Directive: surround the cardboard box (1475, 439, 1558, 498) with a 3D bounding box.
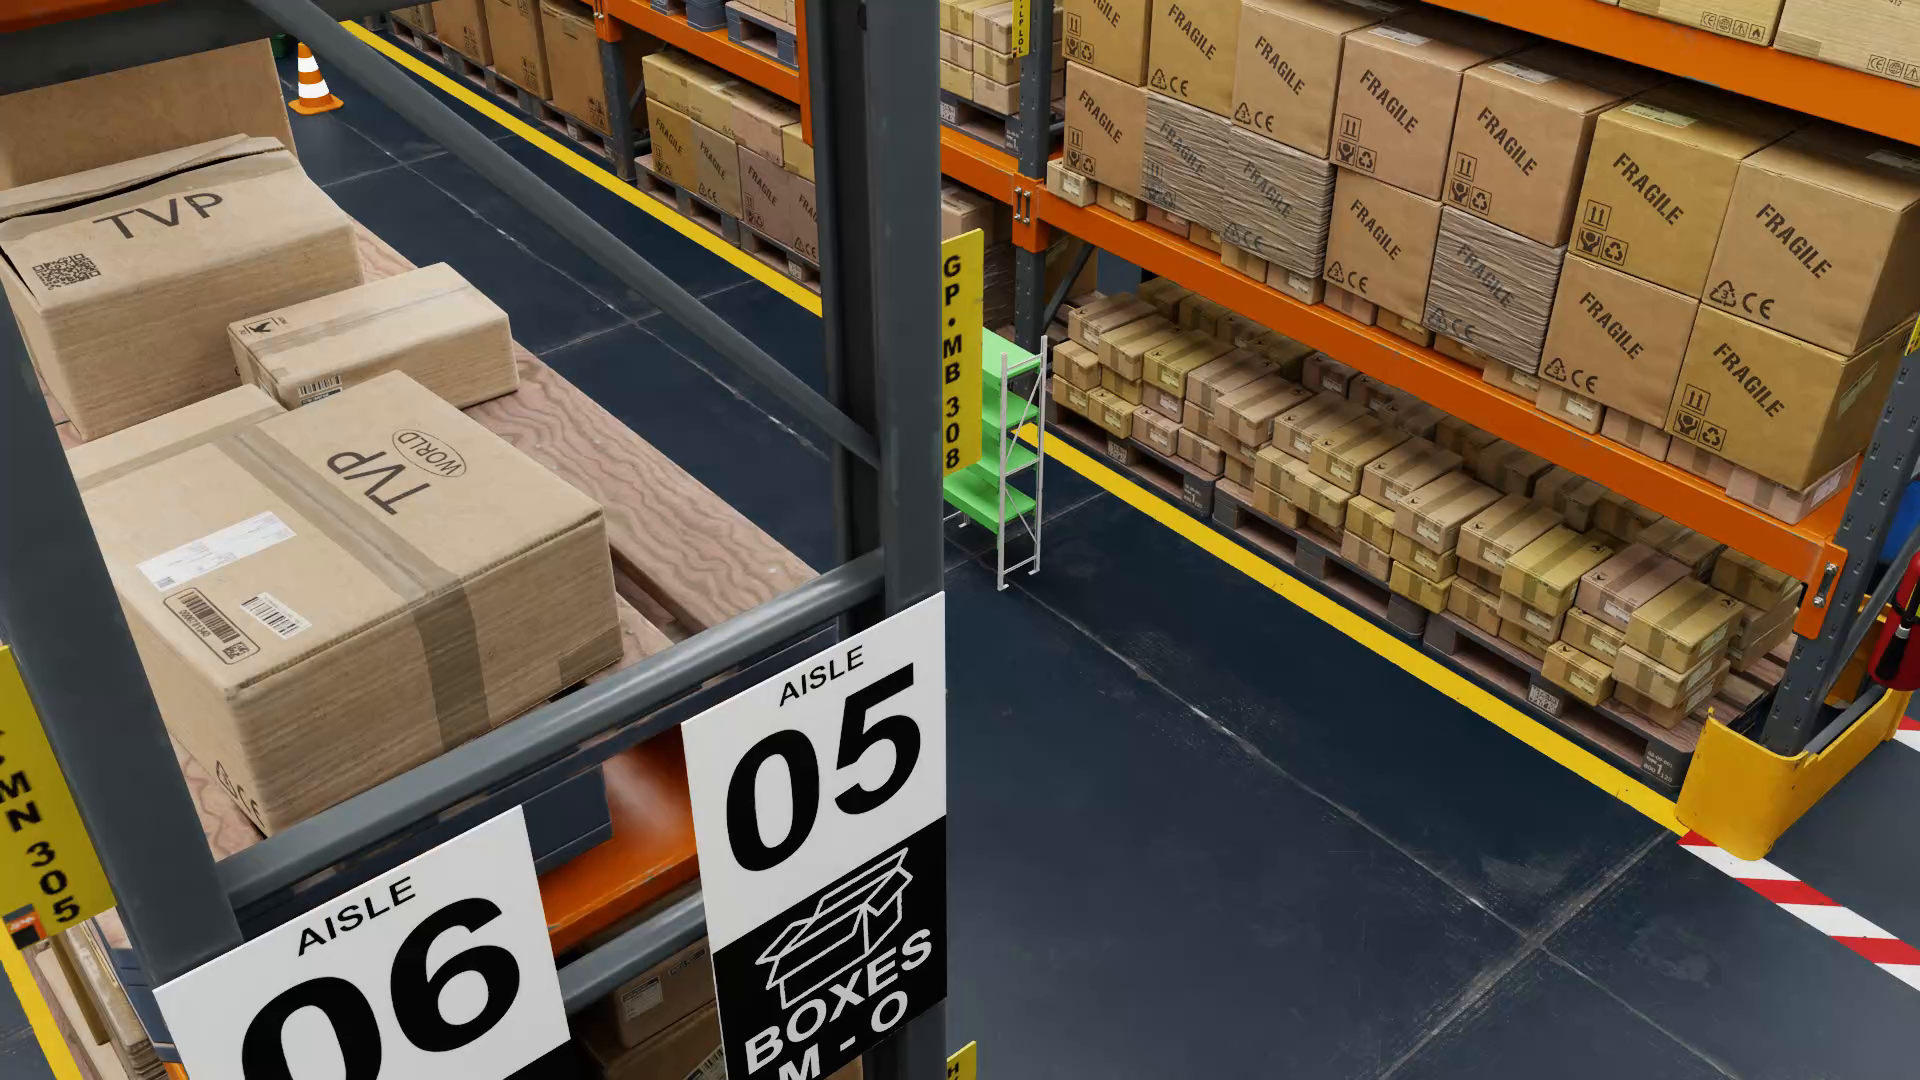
[{"bbox_3d":[2.469,-0.342,7.226,0.380,0.149,0.250,-24,42,-30],"label":"cardboard box"}]

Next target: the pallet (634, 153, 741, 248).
[{"bbox_3d":[-1.383,-2.341,10.873,1.003,0.211,1.213,-26,43,-32],"label":"pallet"}]

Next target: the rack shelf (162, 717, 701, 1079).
[{"bbox_3d":[-1.730,-0.215,3.486,1.077,0.370,4.000,-26,43,-32],"label":"rack shelf"}]

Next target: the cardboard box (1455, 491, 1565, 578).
[{"bbox_3d":[2.240,-0.020,6.771,0.380,0.149,0.250,-28,44,-33],"label":"cardboard box"}]

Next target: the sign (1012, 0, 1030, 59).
[{"bbox_3d":[0.274,-2.323,7.432,0.100,0.325,0.005,-26,43,-32],"label":"sign"}]

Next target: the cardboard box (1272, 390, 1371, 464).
[{"bbox_3d":[1.619,-0.504,7.455,0.380,0.149,0.250,-28,44,-34],"label":"cardboard box"}]

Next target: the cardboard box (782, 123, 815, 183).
[{"bbox_3d":[-0.652,-2.211,9.427,0.500,0.250,0.500,-28,44,-34],"label":"cardboard box"}]

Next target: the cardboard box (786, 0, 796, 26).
[{"bbox_3d":[-0.727,-2.921,9.133,0.380,0.149,0.250,-28,44,-33],"label":"cardboard box"}]

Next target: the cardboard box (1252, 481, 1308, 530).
[{"bbox_3d":[1.553,-0.228,7.580,0.380,0.149,0.250,-27,44,-33],"label":"cardboard box"}]

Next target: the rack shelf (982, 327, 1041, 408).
[{"bbox_3d":[0.107,-0.756,7.060,0.258,0.148,0.480,-26,43,-32],"label":"rack shelf"}]

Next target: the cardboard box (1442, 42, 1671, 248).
[{"bbox_3d":[2.122,-1.422,5.954,0.500,0.500,0.500,-24,42,-30],"label":"cardboard box"}]

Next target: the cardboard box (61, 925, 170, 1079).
[{"bbox_3d":[-1.292,0.805,3.066,0.500,0.500,0.500,-26,43,-32],"label":"cardboard box"}]

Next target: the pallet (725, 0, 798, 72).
[{"bbox_3d":[-0.577,-2.888,9.398,1.003,0.211,1.213,-26,43,-32],"label":"pallet"}]

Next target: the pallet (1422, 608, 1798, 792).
[{"bbox_3d":[2.731,0.440,6.946,1.003,0.211,1.213,-26,43,-32],"label":"pallet"}]

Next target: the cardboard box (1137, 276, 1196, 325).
[{"bbox_3d":[1.124,-1.249,8.507,0.380,0.149,0.250,-25,42,-31],"label":"cardboard box"}]

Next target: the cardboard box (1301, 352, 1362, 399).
[{"bbox_3d":[1.838,-0.815,7.895,0.380,0.149,0.250,-28,44,-34],"label":"cardboard box"}]

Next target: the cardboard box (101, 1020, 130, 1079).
[{"bbox_3d":[-1.605,0.992,3.667,0.500,0.500,0.500,-25,42,-31],"label":"cardboard box"}]

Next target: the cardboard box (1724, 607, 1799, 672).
[{"bbox_3d":[3.183,0.349,6.766,0.380,0.149,0.250,-25,42,-31],"label":"cardboard box"}]

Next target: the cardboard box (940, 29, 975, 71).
[{"bbox_3d":[0.117,-2.467,8.234,0.380,0.149,0.250,-26,43,-31],"label":"cardboard box"}]

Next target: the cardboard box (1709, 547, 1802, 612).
[{"bbox_3d":[3.198,0.099,6.604,0.380,0.149,0.250,-28,44,-34],"label":"cardboard box"}]

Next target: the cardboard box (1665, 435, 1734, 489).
[{"bbox_3d":[2.719,-0.353,5.870,0.380,0.149,0.250,-26,43,-32],"label":"cardboard box"}]

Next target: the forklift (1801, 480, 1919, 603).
[{"bbox_3d":[3.271,-1.653,7.548,1.130,2.935,3.031,-29,45,-35],"label":"forklift"}]

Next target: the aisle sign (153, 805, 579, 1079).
[{"bbox_3d":[-0.630,0.685,1.939,0.394,0.787,0.004,-26,43,-32],"label":"aisle sign"}]

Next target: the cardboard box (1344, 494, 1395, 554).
[{"bbox_3d":[1.886,-0.121,7.172,0.380,0.149,0.250,-24,42,-30],"label":"cardboard box"}]

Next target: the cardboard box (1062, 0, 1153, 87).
[{"bbox_3d":[0.801,-2.339,7.248,0.500,0.500,0.500,-25,42,-31],"label":"cardboard box"}]

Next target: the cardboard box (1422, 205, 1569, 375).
[{"bbox_3d":[2.127,-1.007,6.232,0.500,0.500,0.500,-26,43,-32],"label":"cardboard box"}]

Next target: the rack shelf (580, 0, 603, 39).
[{"bbox_3d":[-3.176,-4.414,12.010,1.077,0.370,4.000,-26,43,-32],"label":"rack shelf"}]

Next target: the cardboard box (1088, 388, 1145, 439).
[{"bbox_3d":[0.857,-0.669,8.202,0.380,0.149,0.250,-25,42,-31],"label":"cardboard box"}]

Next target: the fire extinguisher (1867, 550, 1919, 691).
[{"bbox_3d":[3.087,0.174,5.298,0.296,0.674,0.183,-26,43,-32],"label":"fire extinguisher"}]

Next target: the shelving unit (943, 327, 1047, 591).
[{"bbox_3d":[0.107,-0.417,7.300,0.258,1.200,0.503,-26,43,-32],"label":"shelving unit"}]

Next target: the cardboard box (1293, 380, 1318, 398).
[{"bbox_3d":[1.778,-0.688,7.973,0.380,0.149,0.250,-25,42,-31],"label":"cardboard box"}]

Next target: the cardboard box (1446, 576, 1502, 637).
[{"bbox_3d":[2.260,0.216,6.953,0.380,0.149,0.250,-26,43,-31],"label":"cardboard box"}]

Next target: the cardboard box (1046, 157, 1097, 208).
[{"bbox_3d":[0.628,-1.709,7.785,0.380,0.149,0.250,-24,42,-30],"label":"cardboard box"}]

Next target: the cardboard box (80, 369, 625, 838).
[{"bbox_3d":[-0.798,0.058,2.157,0.500,0.250,0.500,30,45,35],"label":"cardboard box"}]

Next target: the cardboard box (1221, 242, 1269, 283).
[{"bbox_3d":[1.348,-1.267,7.161,0.380,0.149,0.250,-25,42,-31],"label":"cardboard box"}]

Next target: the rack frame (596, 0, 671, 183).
[{"bbox_3d":[-1.886,-3.825,10.555,1.000,3.000,0.127,-26,43,-32],"label":"rack frame"}]

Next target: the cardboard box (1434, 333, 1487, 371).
[{"bbox_3d":[2.087,-0.830,6.544,0.380,0.149,0.250,-28,44,-34],"label":"cardboard box"}]

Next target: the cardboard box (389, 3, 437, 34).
[{"bbox_3d":[-3.998,-4.604,13.238,1.050,0.750,0.750,-26,43,-32],"label":"cardboard box"}]

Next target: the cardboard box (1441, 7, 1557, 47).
[{"bbox_3d":[2.209,-1.842,6.547,0.500,0.500,0.500,-28,44,-33],"label":"cardboard box"}]

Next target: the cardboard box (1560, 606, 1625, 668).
[{"bbox_3d":[2.591,0.316,6.555,0.380,0.149,0.250,-27,43,-33],"label":"cardboard box"}]

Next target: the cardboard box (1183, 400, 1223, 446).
[{"bbox_3d":[1.274,-0.616,7.870,0.380,0.149,0.250,-28,44,-34],"label":"cardboard box"}]

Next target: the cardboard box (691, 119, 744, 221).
[{"bbox_3d":[-1.297,-2.348,10.269,0.500,0.500,0.500,-25,43,-31],"label":"cardboard box"}]

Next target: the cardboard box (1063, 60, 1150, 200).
[{"bbox_3d":[0.823,-1.908,7.505,0.500,0.500,0.500,-27,43,-33],"label":"cardboard box"}]

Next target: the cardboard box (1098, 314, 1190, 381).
[{"bbox_3d":[0.892,-0.936,8.065,0.380,0.149,0.250,-24,42,-30],"label":"cardboard box"}]

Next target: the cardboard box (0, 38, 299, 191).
[{"bbox_3d":[-1.626,-0.825,3.188,0.500,0.500,0.500,-25,42,-31],"label":"cardboard box"}]

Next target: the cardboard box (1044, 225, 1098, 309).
[{"bbox_3d":[0.421,-1.635,9.263,0.500,0.500,0.500,-24,42,-30],"label":"cardboard box"}]

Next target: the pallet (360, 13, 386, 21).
[{"bbox_3d":[-4.898,-4.818,14.370,1.003,0.211,1.213,-26,43,-32],"label":"pallet"}]

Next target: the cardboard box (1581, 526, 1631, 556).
[{"bbox_3d":[2.776,0.034,6.953,0.380,0.149,0.250,-25,43,-31],"label":"cardboard box"}]
